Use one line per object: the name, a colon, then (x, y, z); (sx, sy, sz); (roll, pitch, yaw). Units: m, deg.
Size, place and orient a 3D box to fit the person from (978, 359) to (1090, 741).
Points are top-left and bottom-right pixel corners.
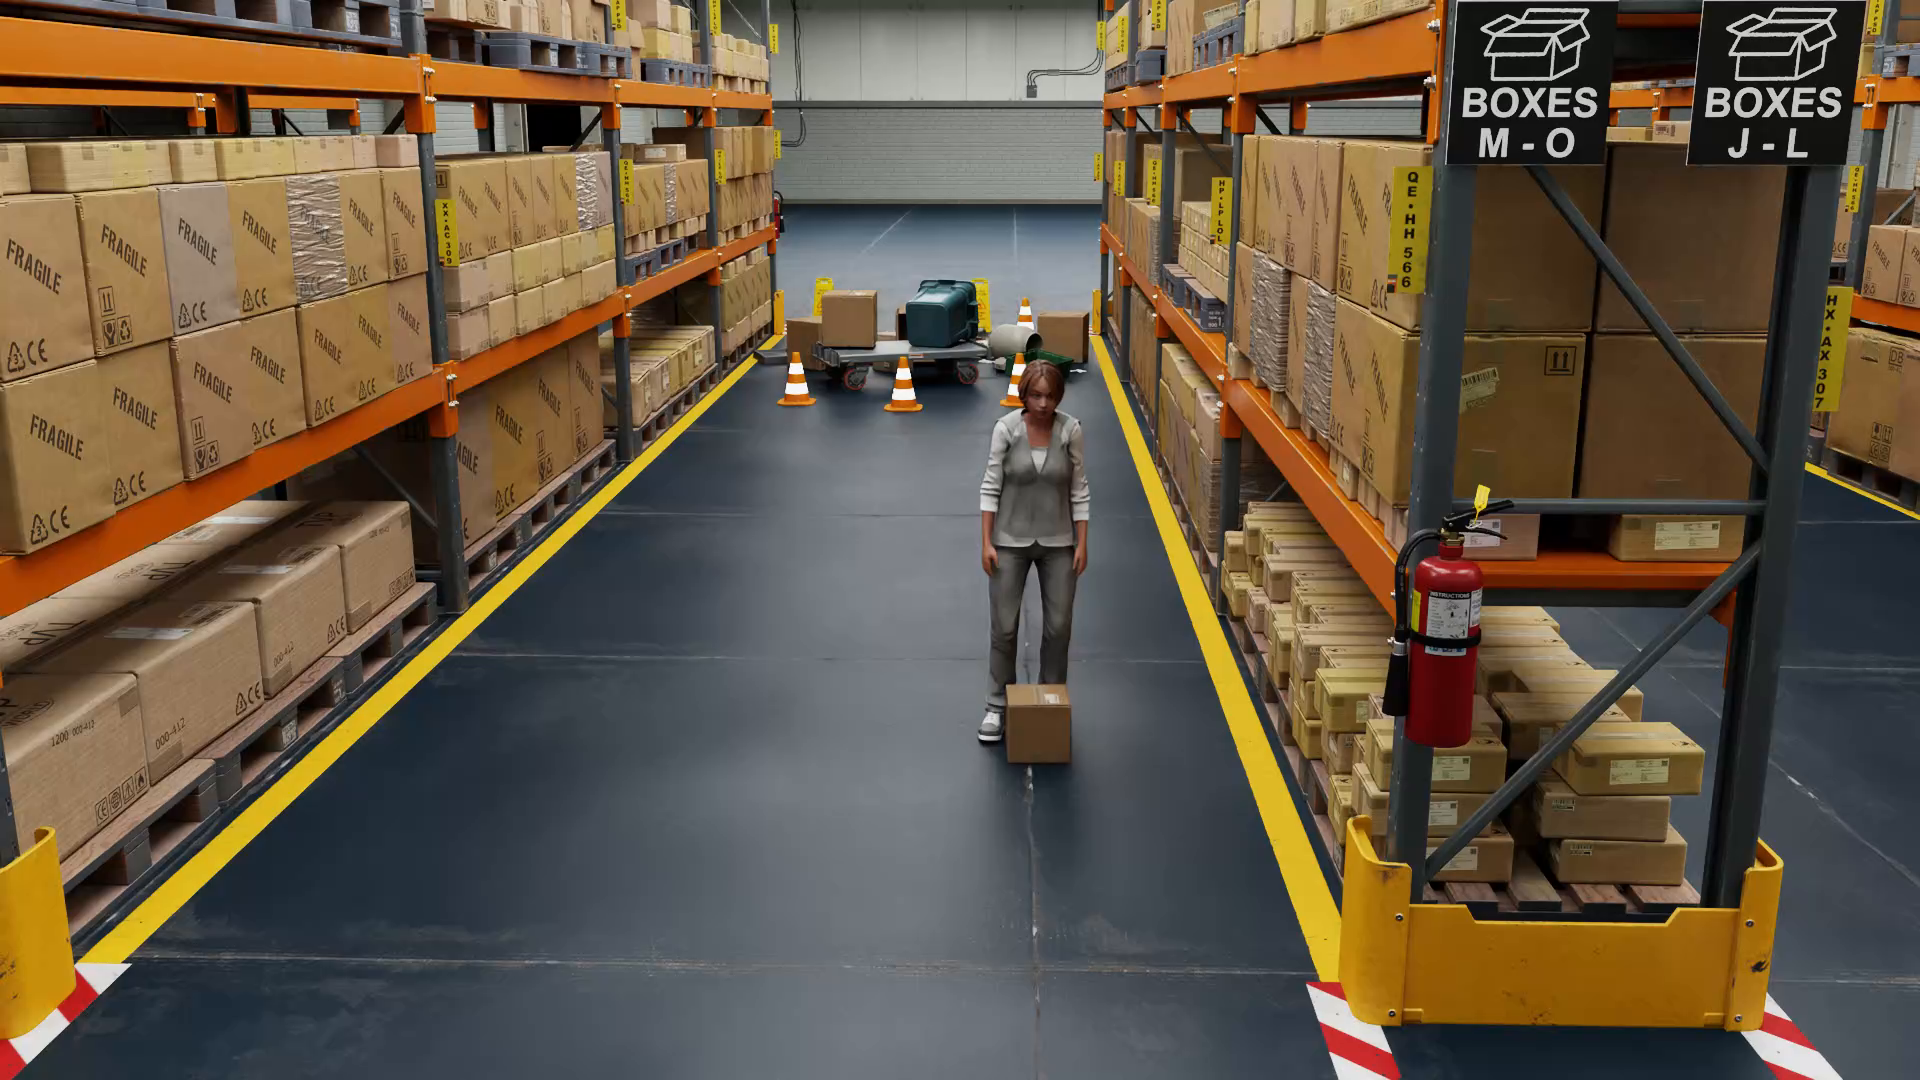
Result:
person: (0.306, 0.041, 6.866); (0.464, 1.591, 0.343); (0, 14, -1)
